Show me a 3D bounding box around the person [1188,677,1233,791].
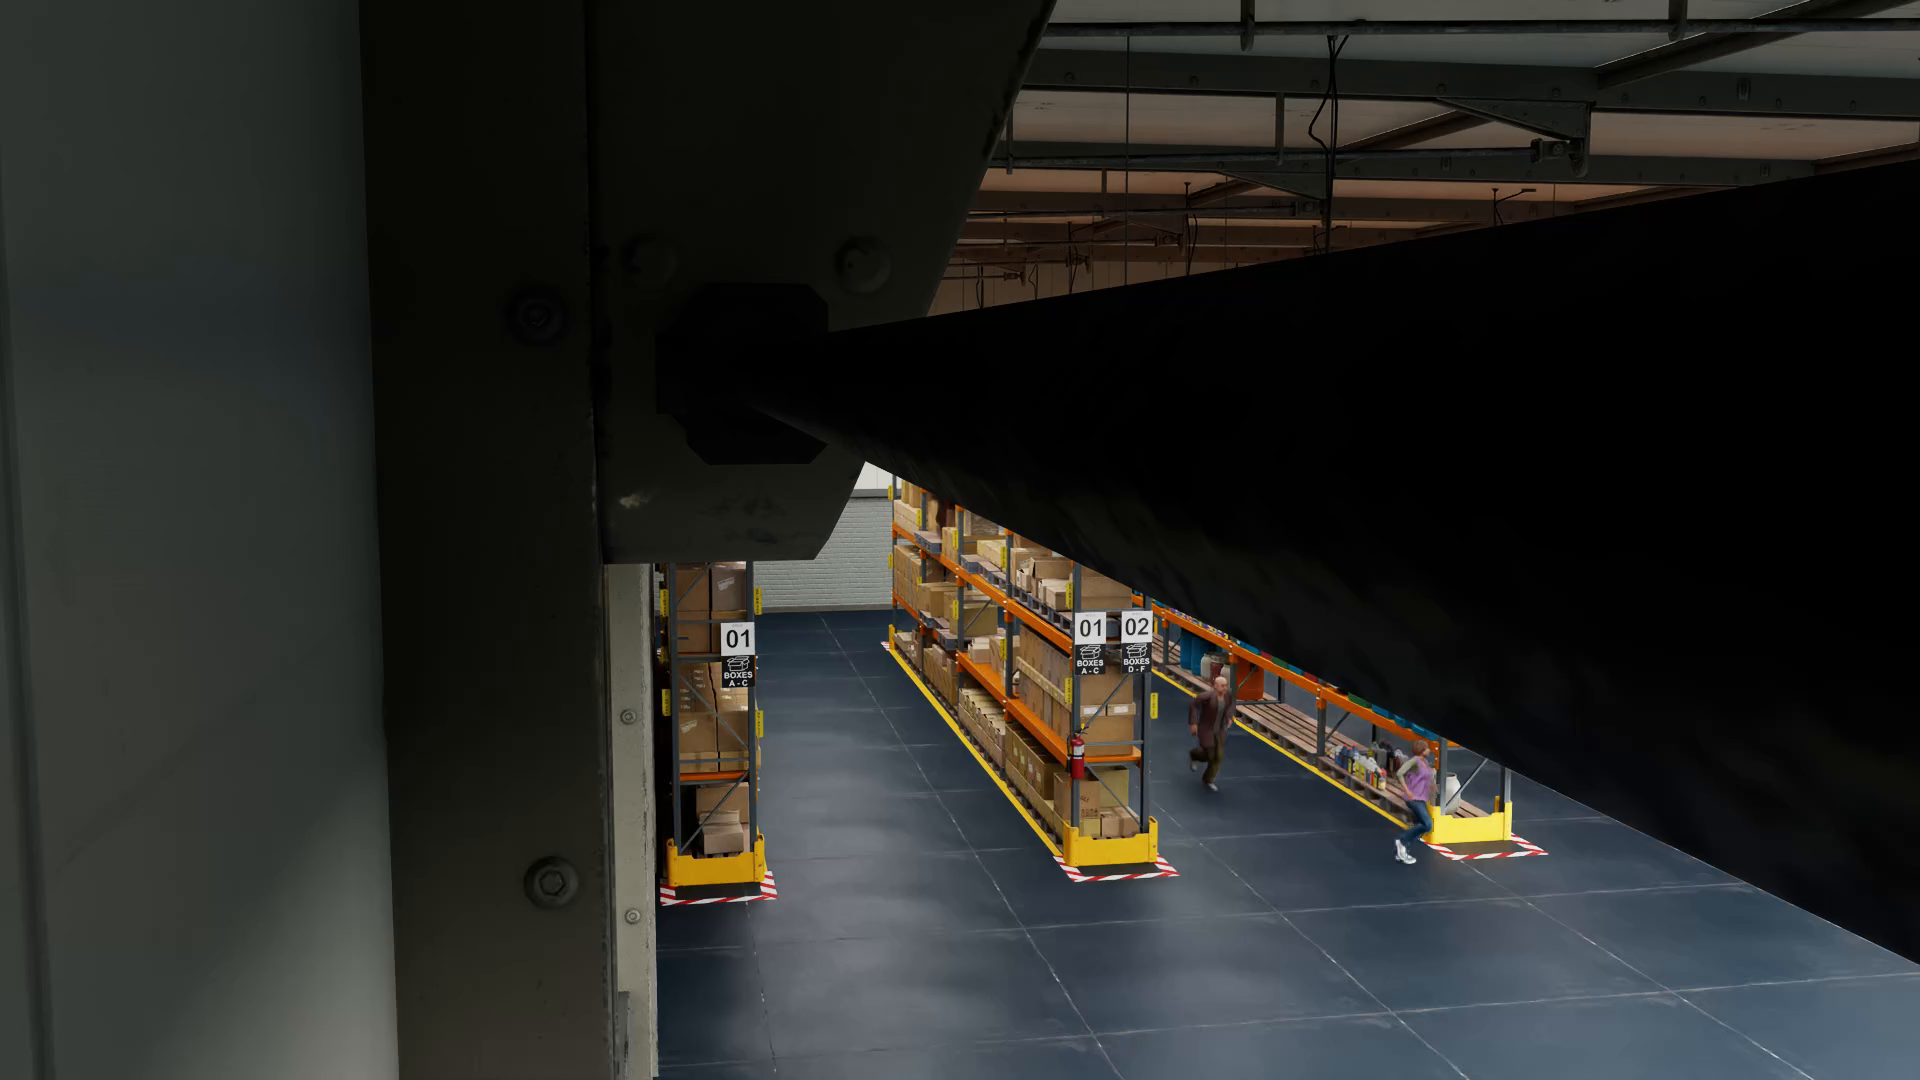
[{"bbox_3d":[3.695,2.834,24.719,0.706,1.717,0.808,-4,7,-31],"label":"person"}]

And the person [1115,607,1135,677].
[{"bbox_3d":[3.235,2.084,31.671,0.554,1.647,0.653,-1,6,-12],"label":"person"}]

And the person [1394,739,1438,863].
[{"bbox_3d":[5.807,3.298,21.049,0.495,1.539,0.563,4,7,33],"label":"person"}]
